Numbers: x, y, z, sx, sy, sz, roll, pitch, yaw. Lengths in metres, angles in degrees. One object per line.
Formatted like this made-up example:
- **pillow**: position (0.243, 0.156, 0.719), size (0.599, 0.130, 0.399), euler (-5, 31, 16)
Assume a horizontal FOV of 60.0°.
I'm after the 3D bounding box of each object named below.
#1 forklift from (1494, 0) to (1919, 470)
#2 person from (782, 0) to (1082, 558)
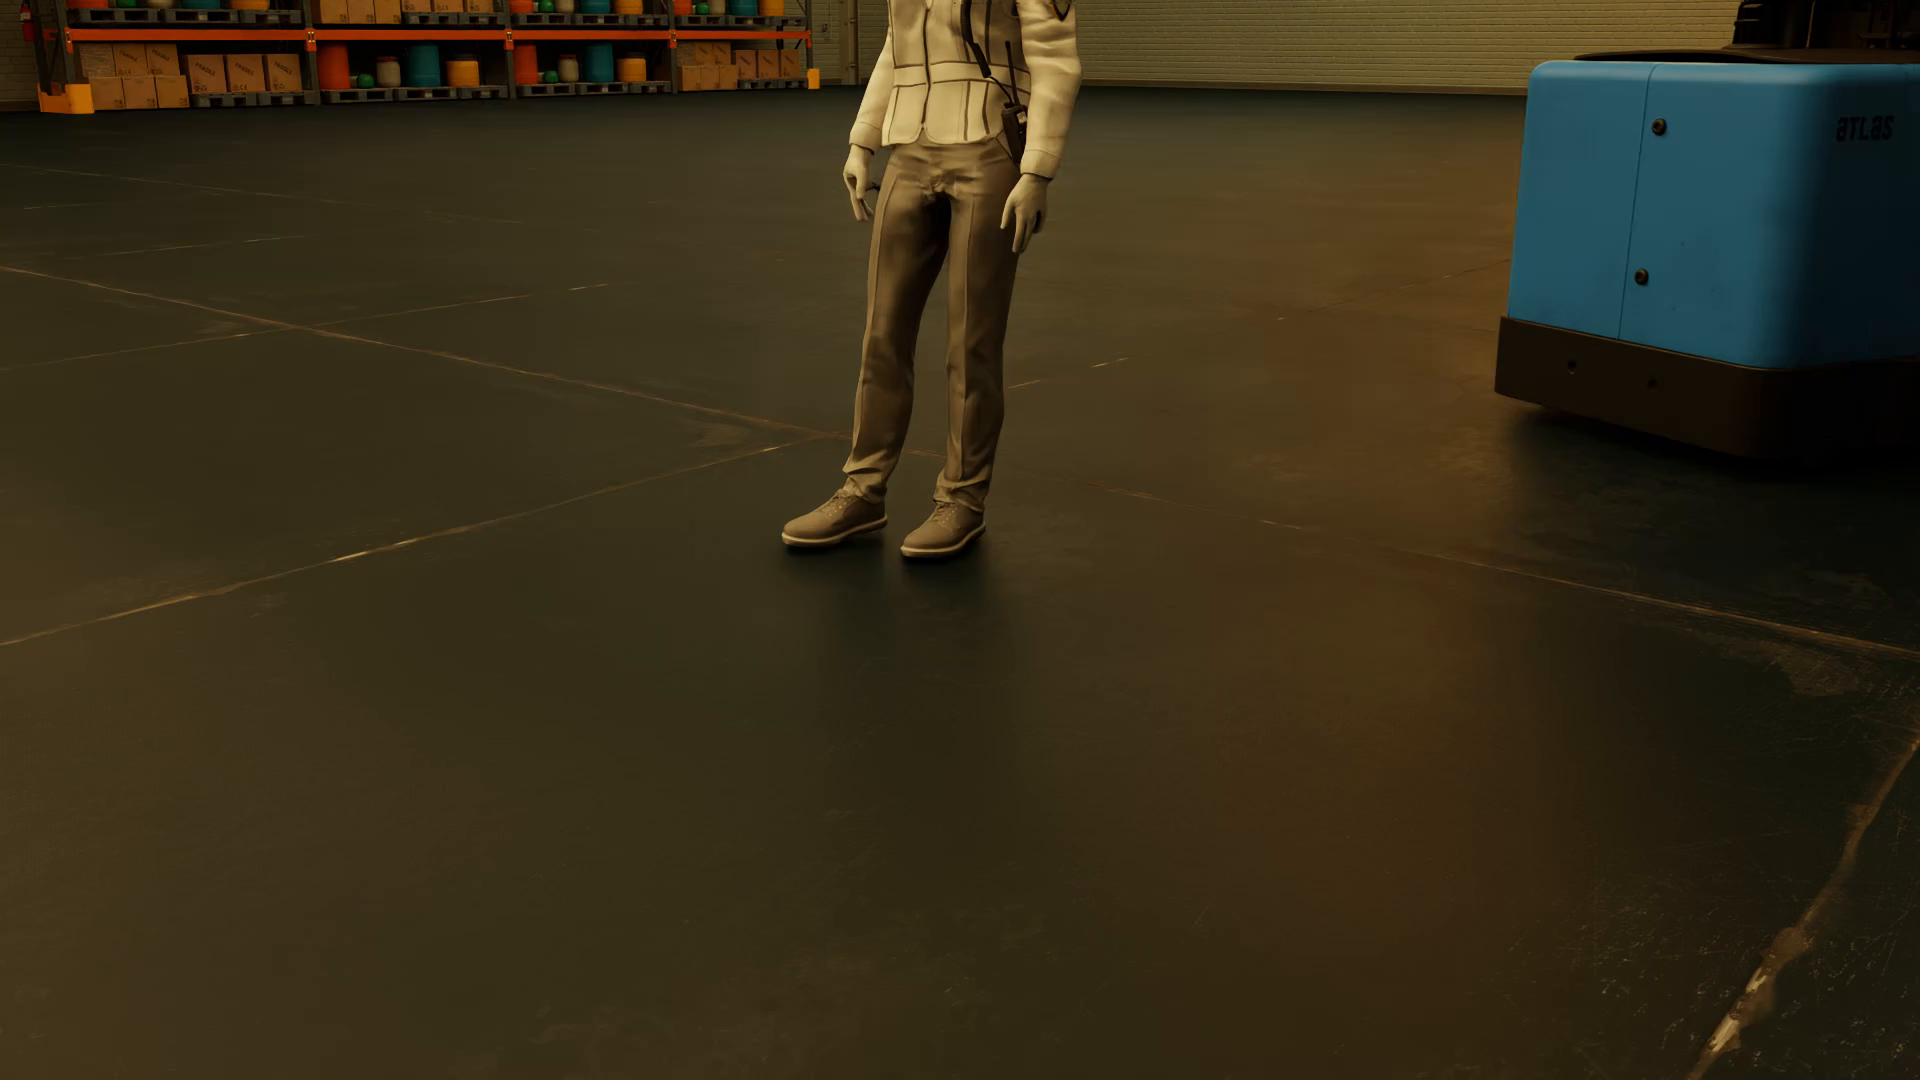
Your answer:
- **forklift**: position (3.238, -1.862, 5.030), size (3.031, 2.935, 1.130), euler (-8, 19, -24)
- **person**: position (-0.048, -0.804, 3.648), size (0.587, 1.696, 0.534), euler (13, 21, 37)
